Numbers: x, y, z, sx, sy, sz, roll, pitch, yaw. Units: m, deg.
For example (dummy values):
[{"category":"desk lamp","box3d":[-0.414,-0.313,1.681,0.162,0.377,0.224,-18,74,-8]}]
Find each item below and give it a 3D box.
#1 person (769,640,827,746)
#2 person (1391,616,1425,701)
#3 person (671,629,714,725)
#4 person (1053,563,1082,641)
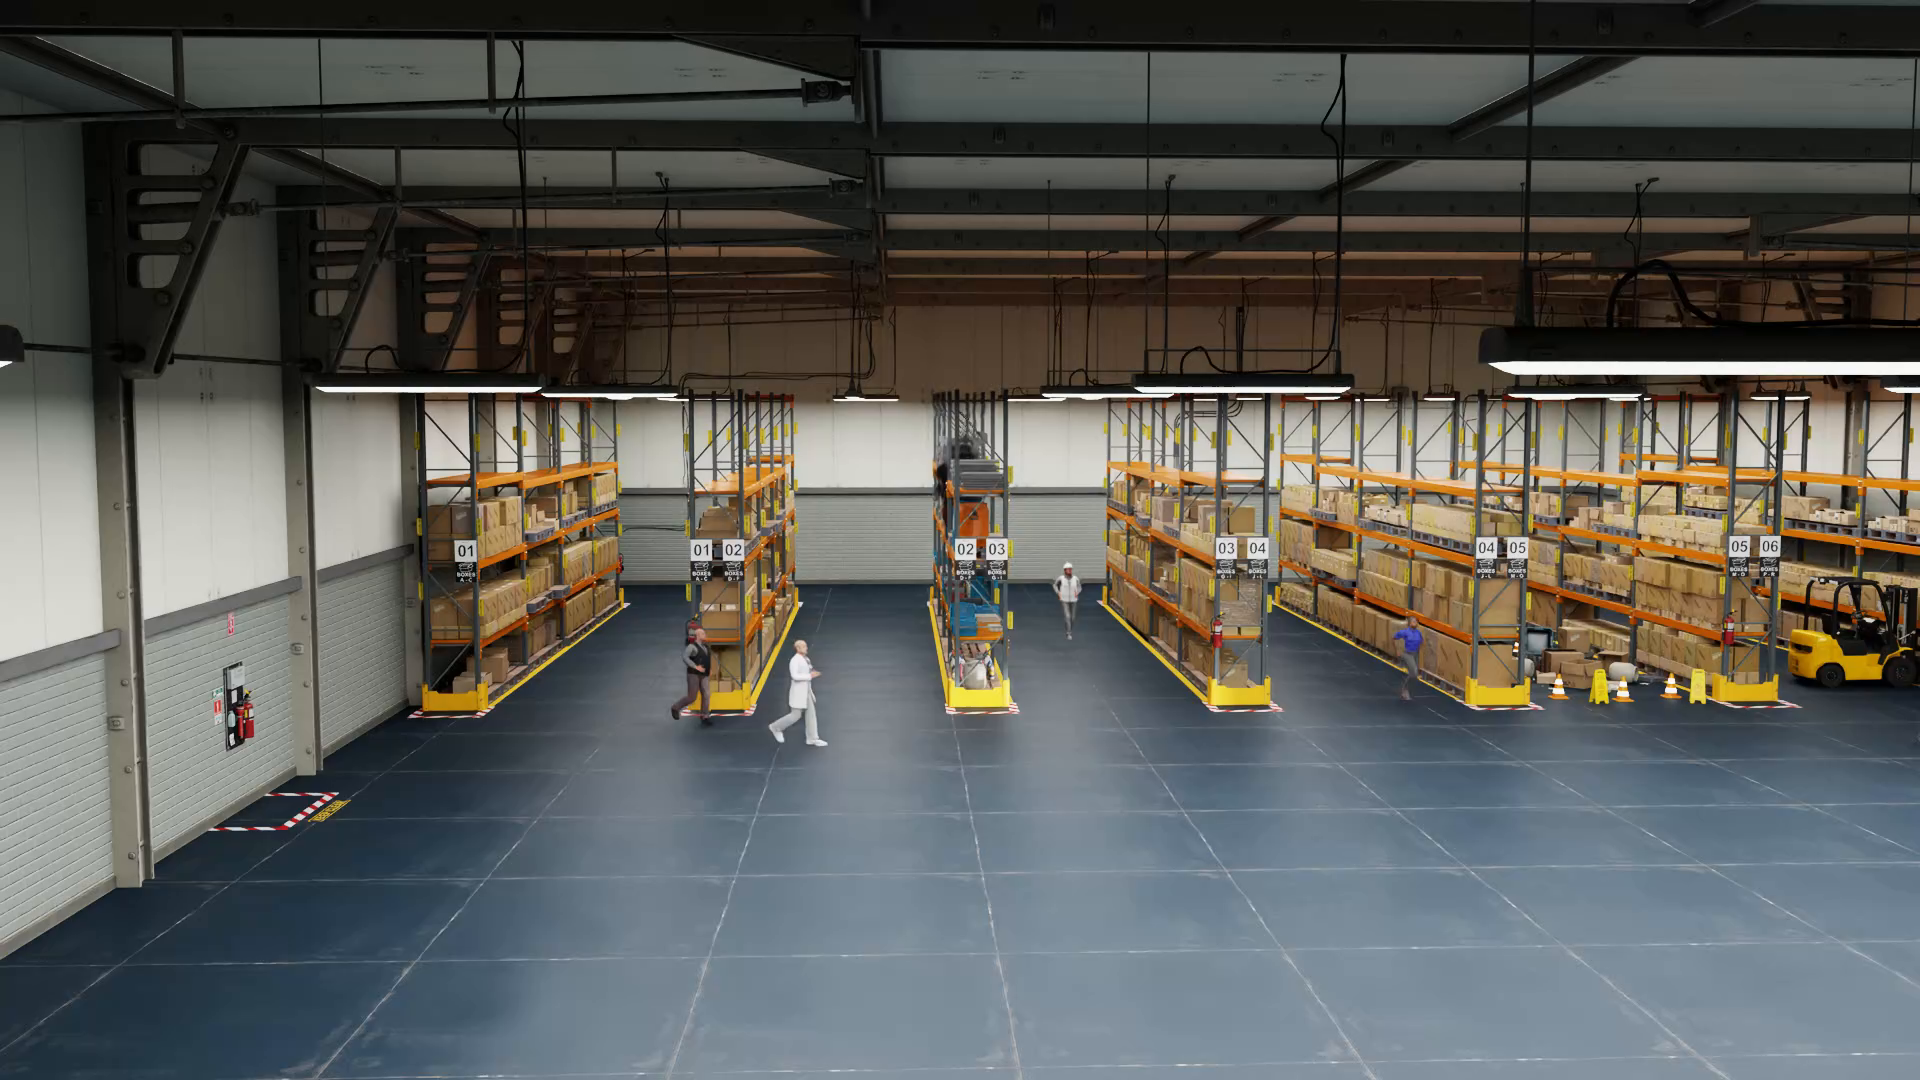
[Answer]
[{"category":"person","box3d":[-2.701,2.548,27.775,1.001,1.767,0.713,1,5,17]},{"category":"person","box3d":[8.711,2.297,32.127,0.568,1.617,0.645,-3,5,-29]},{"category":"person","box3d":[-4.671,2.439,29.857,0.931,1.681,0.719,3,6,33]},{"category":"person","box3d":[2.510,1.424,38.671,0.668,1.788,0.714,-1,5,-9]}]
